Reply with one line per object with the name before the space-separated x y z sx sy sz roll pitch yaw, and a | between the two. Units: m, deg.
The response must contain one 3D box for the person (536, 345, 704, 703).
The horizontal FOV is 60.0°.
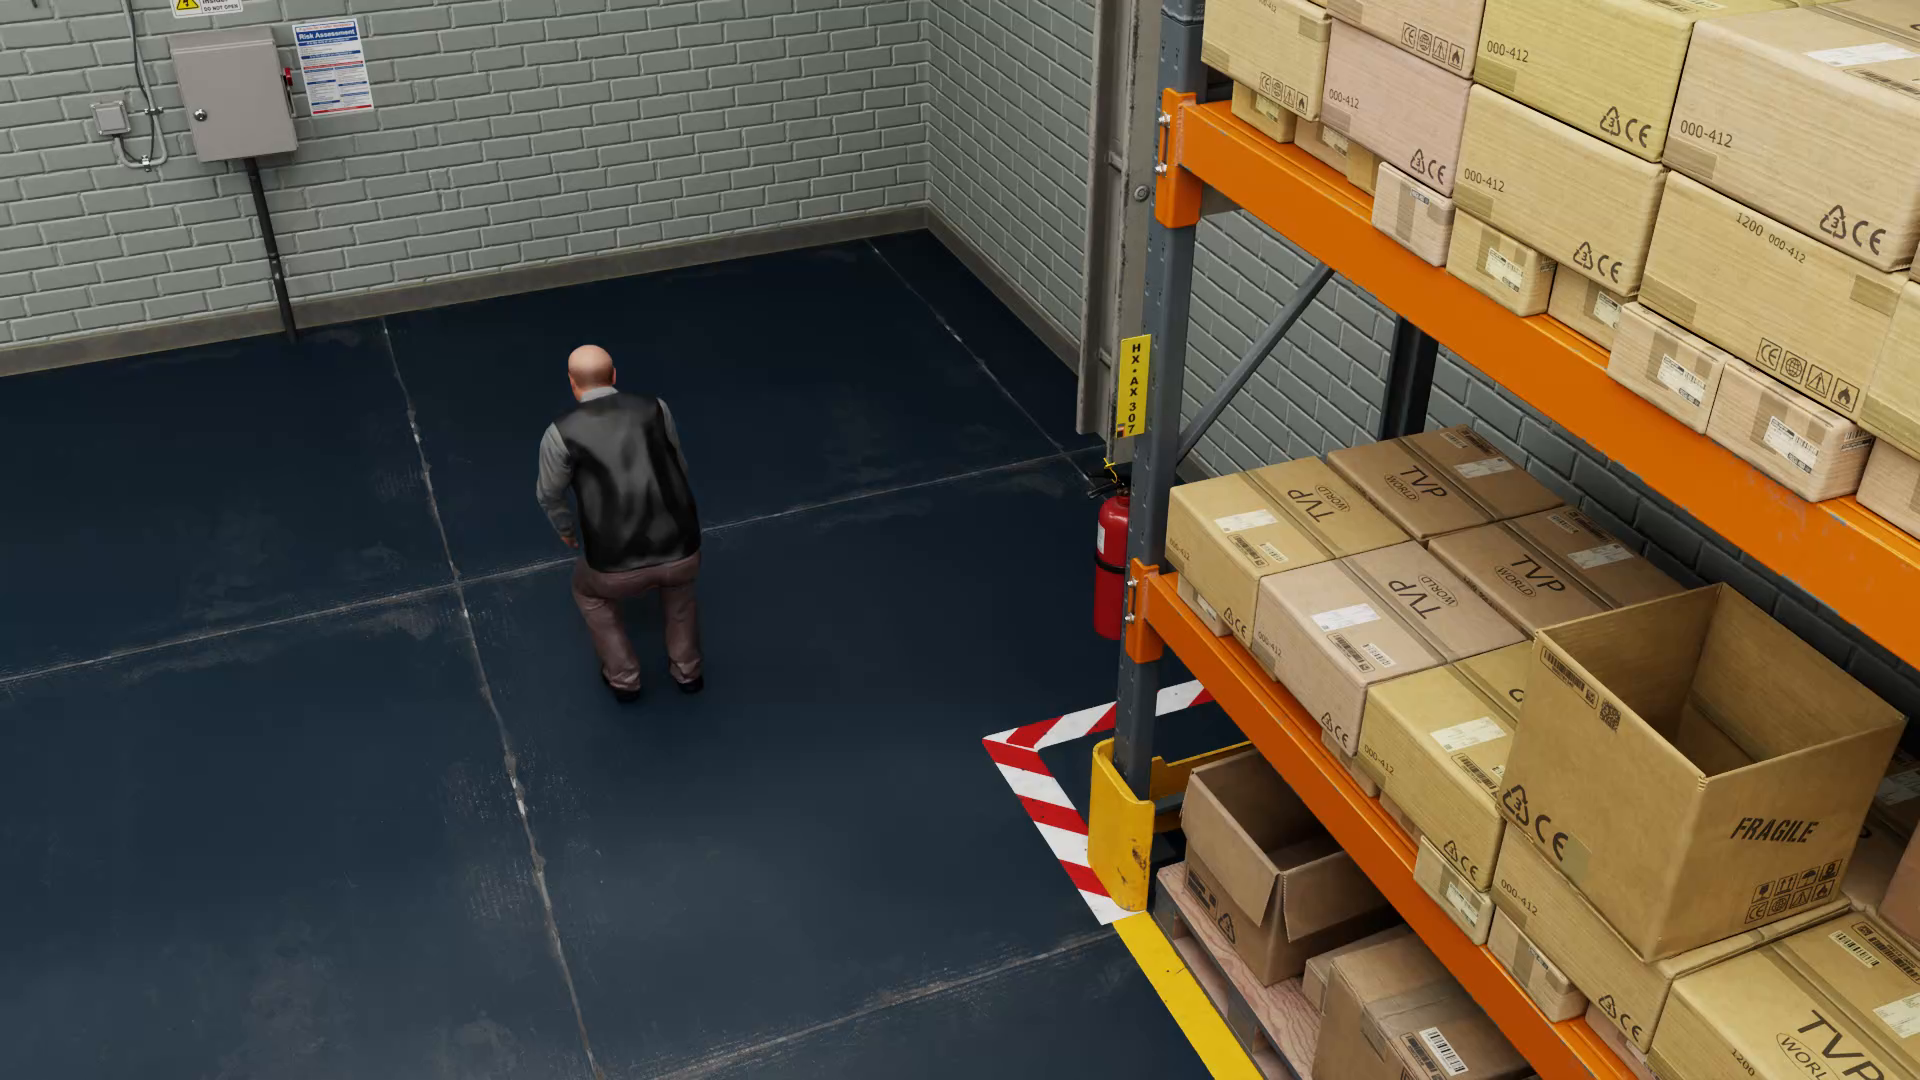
person | -1.308 -0.017 6.483 0.592 1.405 0.708 -13 35 -19
